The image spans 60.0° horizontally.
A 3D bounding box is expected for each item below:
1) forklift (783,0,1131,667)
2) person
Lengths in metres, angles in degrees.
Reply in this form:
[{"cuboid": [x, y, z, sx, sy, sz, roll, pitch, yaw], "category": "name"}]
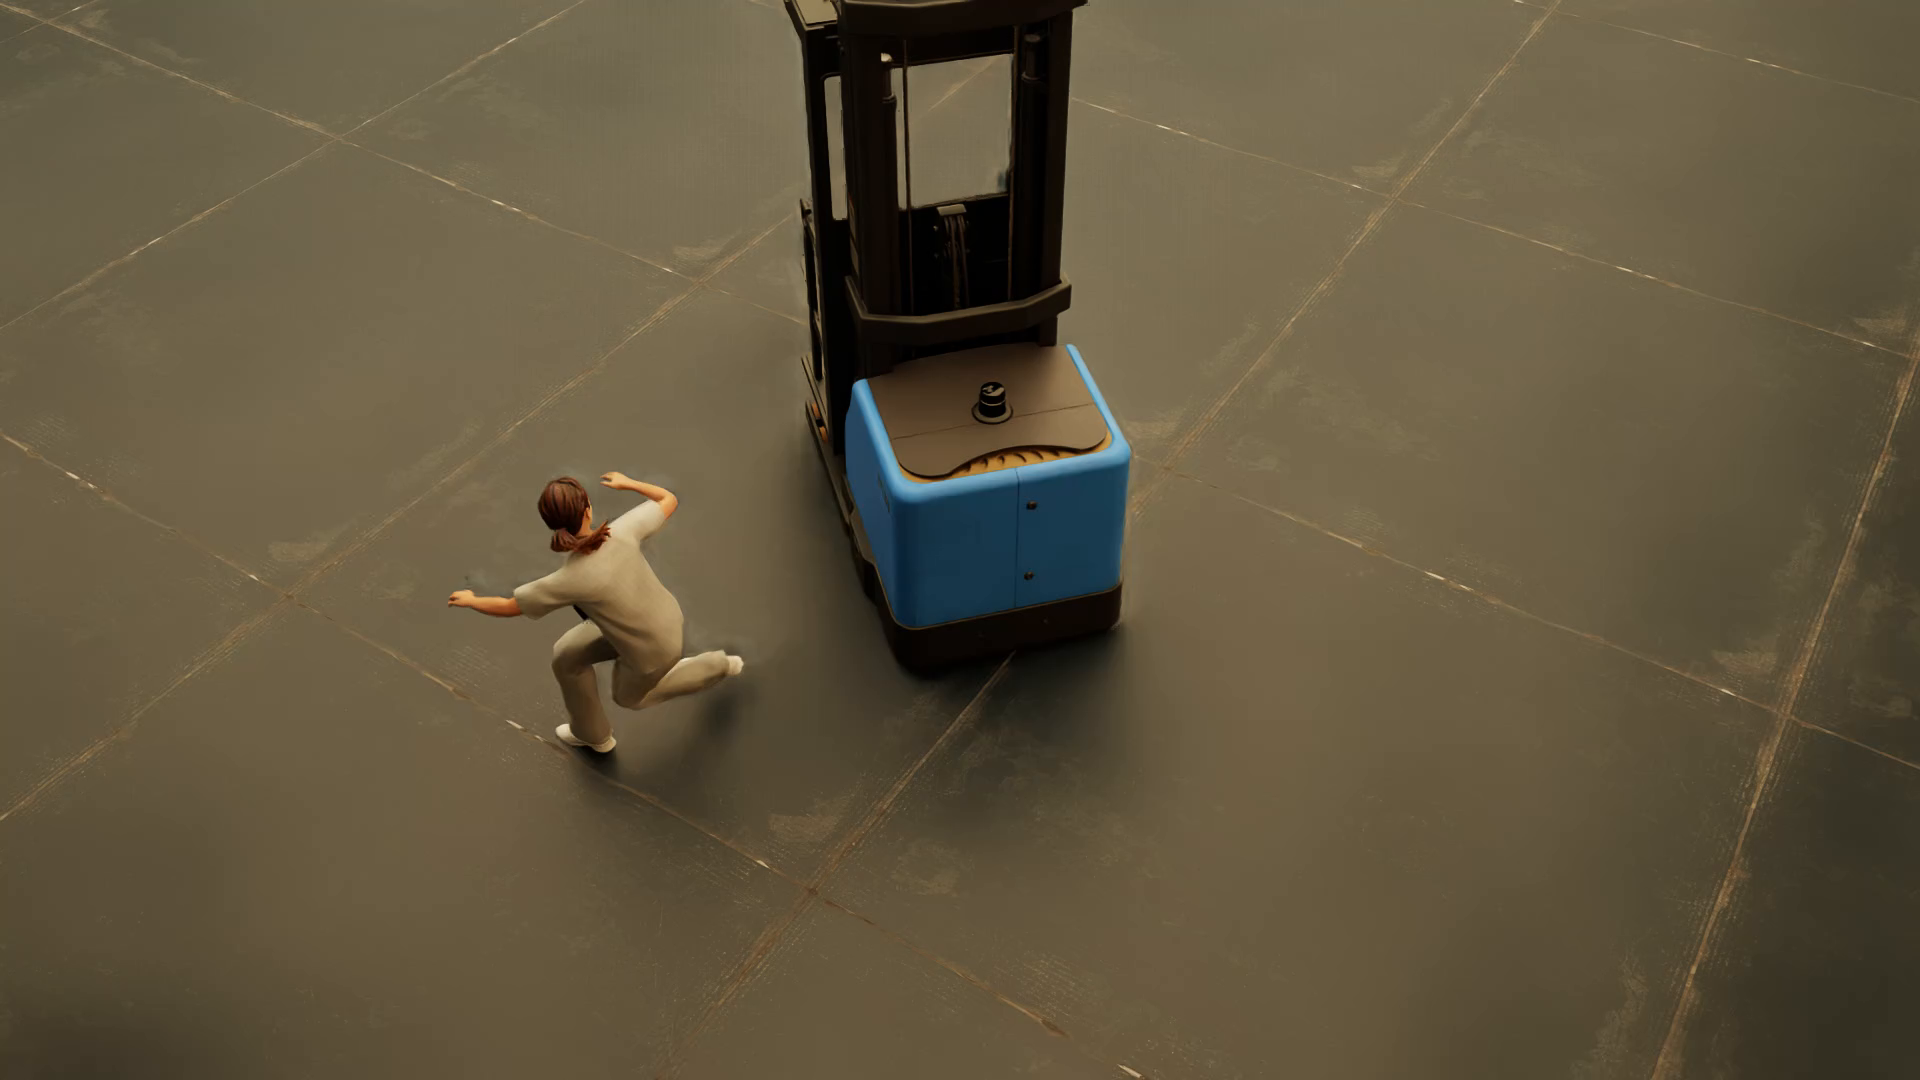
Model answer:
[{"cuboid": [-0.160, -1.537, 7.469, 1.130, 2.935, 3.031, -11, 45, -11], "category": "forklift"}, {"cuboid": [-1.470, 0.235, 6.712, 1.072, 1.436, 0.767, 2, 44, 2], "category": "person"}]
